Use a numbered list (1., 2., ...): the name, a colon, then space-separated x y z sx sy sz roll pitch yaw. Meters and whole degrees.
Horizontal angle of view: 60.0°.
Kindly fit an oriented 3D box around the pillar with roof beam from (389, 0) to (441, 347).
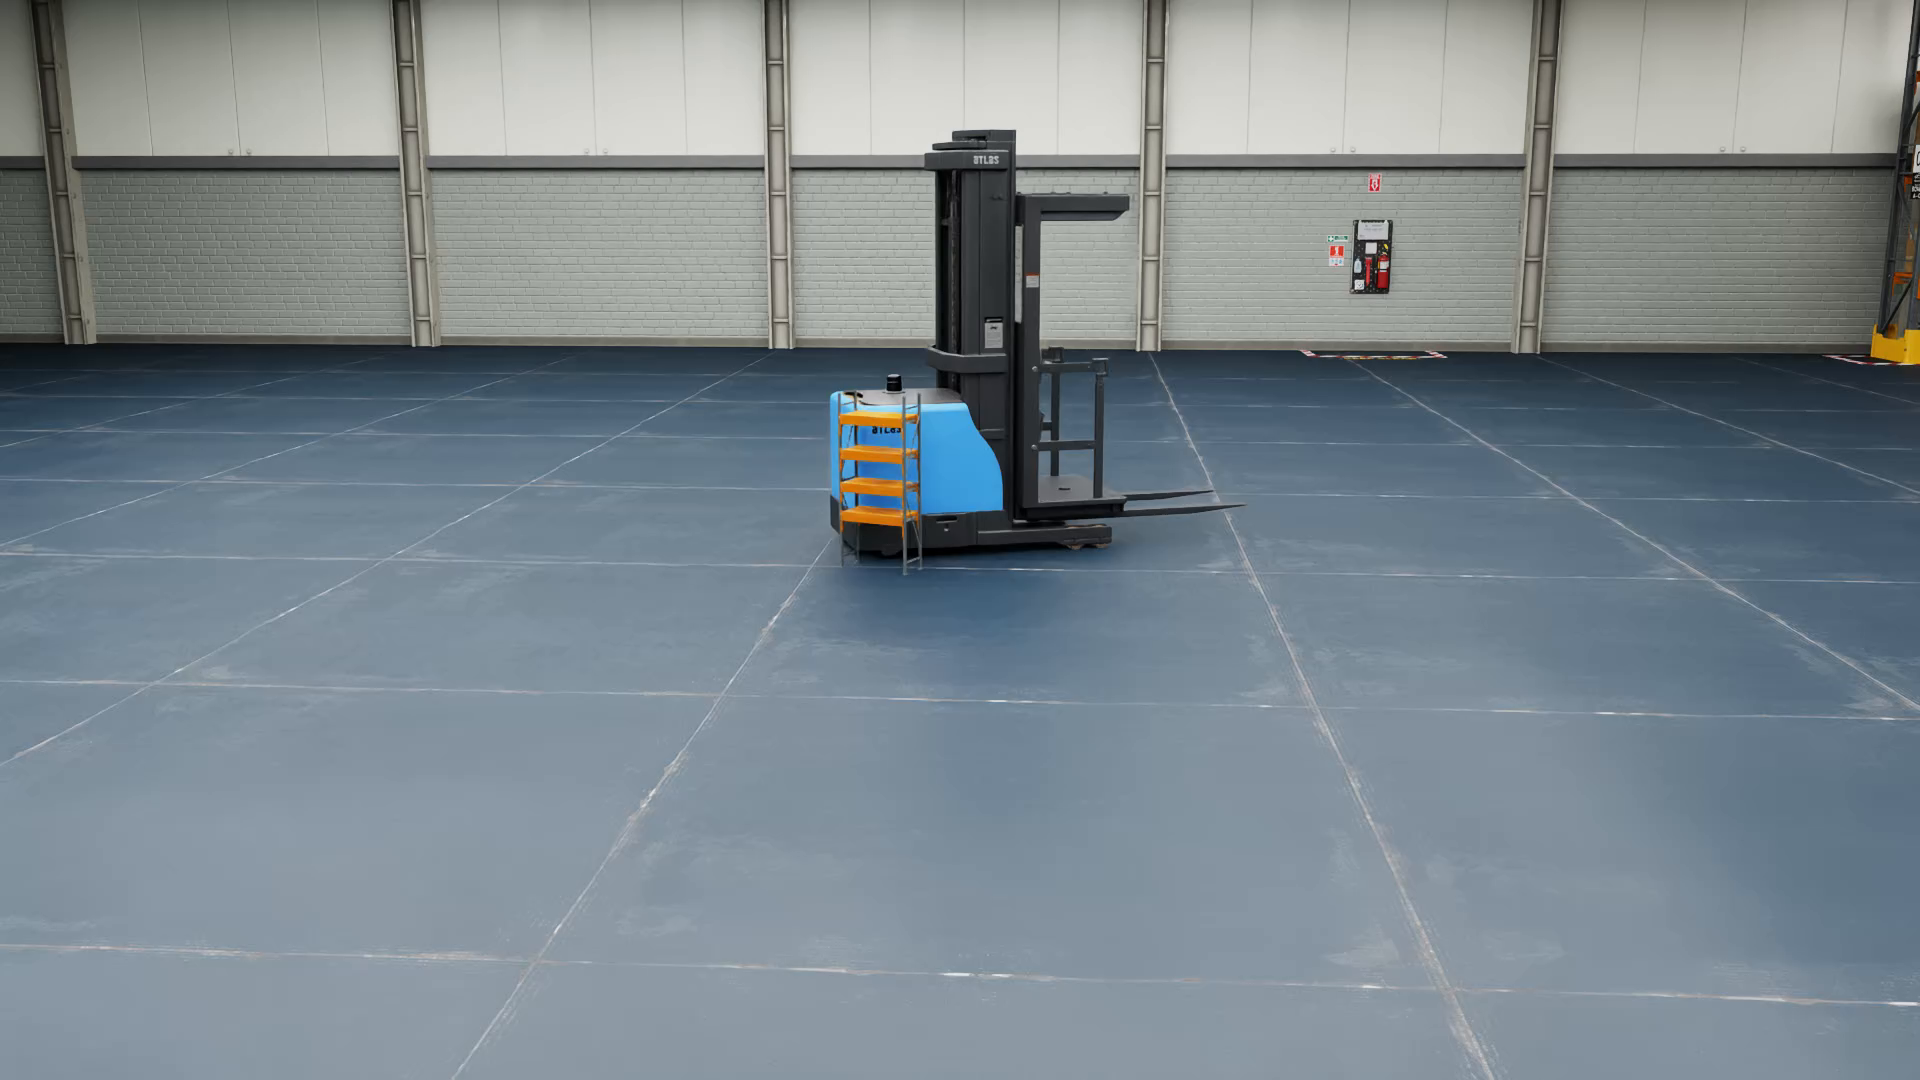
1. pillar with roof beam: -9.202 -6.775 22.679 0.400 9.000 9.100 1 12 4

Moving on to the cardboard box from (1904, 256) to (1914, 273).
1. cardboard box: 14.755 -4.192 25.301 0.500 0.250 0.500 1 12 5

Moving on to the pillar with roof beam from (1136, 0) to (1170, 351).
1. pillar with roof beam: 2.772 -6.611 21.894 0.400 9.000 9.100 1 12 4

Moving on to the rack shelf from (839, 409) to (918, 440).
1. rack shelf: -0.539 -0.777 11.128 0.480 0.148 0.258 6 13 25

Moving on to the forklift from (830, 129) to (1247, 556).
1. forklift: 0.606 -1.468 12.128 3.031 2.935 1.130 -3 12 -15

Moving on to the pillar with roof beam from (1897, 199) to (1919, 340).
1. pillar with roof beam: 14.745 -6.447 21.109 0.400 9.000 9.100 1 12 4

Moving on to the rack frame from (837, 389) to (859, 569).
1. rack frame: -0.758 -0.414 11.315 0.015 1.200 0.240 6 13 25

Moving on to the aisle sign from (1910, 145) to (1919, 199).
1. aisle sign: 14.184 -5.435 24.574 0.004 0.787 0.394 1 12 4

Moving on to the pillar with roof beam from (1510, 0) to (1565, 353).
1. pillar with roof beam: 8.758 -6.529 21.502 0.400 9.000 9.100 1 12 4

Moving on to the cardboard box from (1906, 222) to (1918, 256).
1. cardboard box: 14.761 -4.563 25.242 0.500 0.500 0.500 1 12 3

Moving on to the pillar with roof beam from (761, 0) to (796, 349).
1. pillar with roof beam: -3.215 -6.693 22.286 0.400 9.000 9.100 1 12 4

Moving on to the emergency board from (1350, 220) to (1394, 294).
1. emergency board: 6.583 -4.514 26.519 0.643 1.169 0.194 1 12 4

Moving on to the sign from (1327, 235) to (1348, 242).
1. sign: 6.042 -4.817 26.589 0.331 0.109 0.001 1 12 4

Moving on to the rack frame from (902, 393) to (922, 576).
1. rack frame: -0.319 -0.370 11.105 0.015 1.200 0.240 6 13 25

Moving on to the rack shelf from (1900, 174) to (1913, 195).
1. rack shelf: 16.272 -5.311 24.764 4.000 0.370 1.077 1 12 4

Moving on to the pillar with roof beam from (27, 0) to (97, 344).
1. pillar with roof beam: -15.188 -6.857 23.071 0.400 9.000 9.100 1 12 4

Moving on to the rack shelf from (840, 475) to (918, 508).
1. rack shelf: -0.539 -0.326 11.224 0.480 0.148 0.258 6 13 25

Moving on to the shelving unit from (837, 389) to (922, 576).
1. shelving unit: -0.539 -0.392 11.210 0.503 1.200 0.258 6 13 25

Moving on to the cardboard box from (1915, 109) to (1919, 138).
1. cardboard box: 14.724 -6.287 24.934 0.500 0.500 0.500 1 12 6

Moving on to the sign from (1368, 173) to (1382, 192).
1. sign: 6.581 -5.669 26.380 0.199 0.298 0.001 1 12 4

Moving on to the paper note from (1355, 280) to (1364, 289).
1. paper note: 6.411 -4.099 26.688 0.142 0.148 0.016 1 12 4

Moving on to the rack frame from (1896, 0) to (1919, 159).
1. rack frame: 14.276 -7.159 24.515 0.127 3.000 1.000 1 12 4

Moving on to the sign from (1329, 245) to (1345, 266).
1. sign: 6.038 -4.560 26.652 0.234 0.329 0.001 1 12 4

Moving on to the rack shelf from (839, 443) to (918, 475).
1. rack shelf: -0.539 -0.545 11.178 0.480 0.148 0.258 6 13 25

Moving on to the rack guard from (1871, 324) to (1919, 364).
1. rack guard: 14.352 -2.998 25.380 0.348 0.500 1.175 1 12 4

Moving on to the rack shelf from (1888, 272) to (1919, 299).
1. rack shelf: 16.272 -3.843 25.072 4.000 0.370 1.077 1 12 4

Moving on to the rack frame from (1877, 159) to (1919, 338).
1. rack frame: 14.276 -4.223 25.129 0.127 3.000 1.000 1 12 4

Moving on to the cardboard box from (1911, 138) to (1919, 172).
1. cardboard box: 14.709 -5.796 25.029 0.500 0.500 0.500 2 12 8

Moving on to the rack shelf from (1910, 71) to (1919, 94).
1. rack shelf: 16.272 -6.778 24.458 4.000 0.370 1.077 1 12 4

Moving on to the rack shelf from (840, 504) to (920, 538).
1. rack shelf: -0.538 -0.132 11.265 0.480 0.148 0.258 6 13 25
